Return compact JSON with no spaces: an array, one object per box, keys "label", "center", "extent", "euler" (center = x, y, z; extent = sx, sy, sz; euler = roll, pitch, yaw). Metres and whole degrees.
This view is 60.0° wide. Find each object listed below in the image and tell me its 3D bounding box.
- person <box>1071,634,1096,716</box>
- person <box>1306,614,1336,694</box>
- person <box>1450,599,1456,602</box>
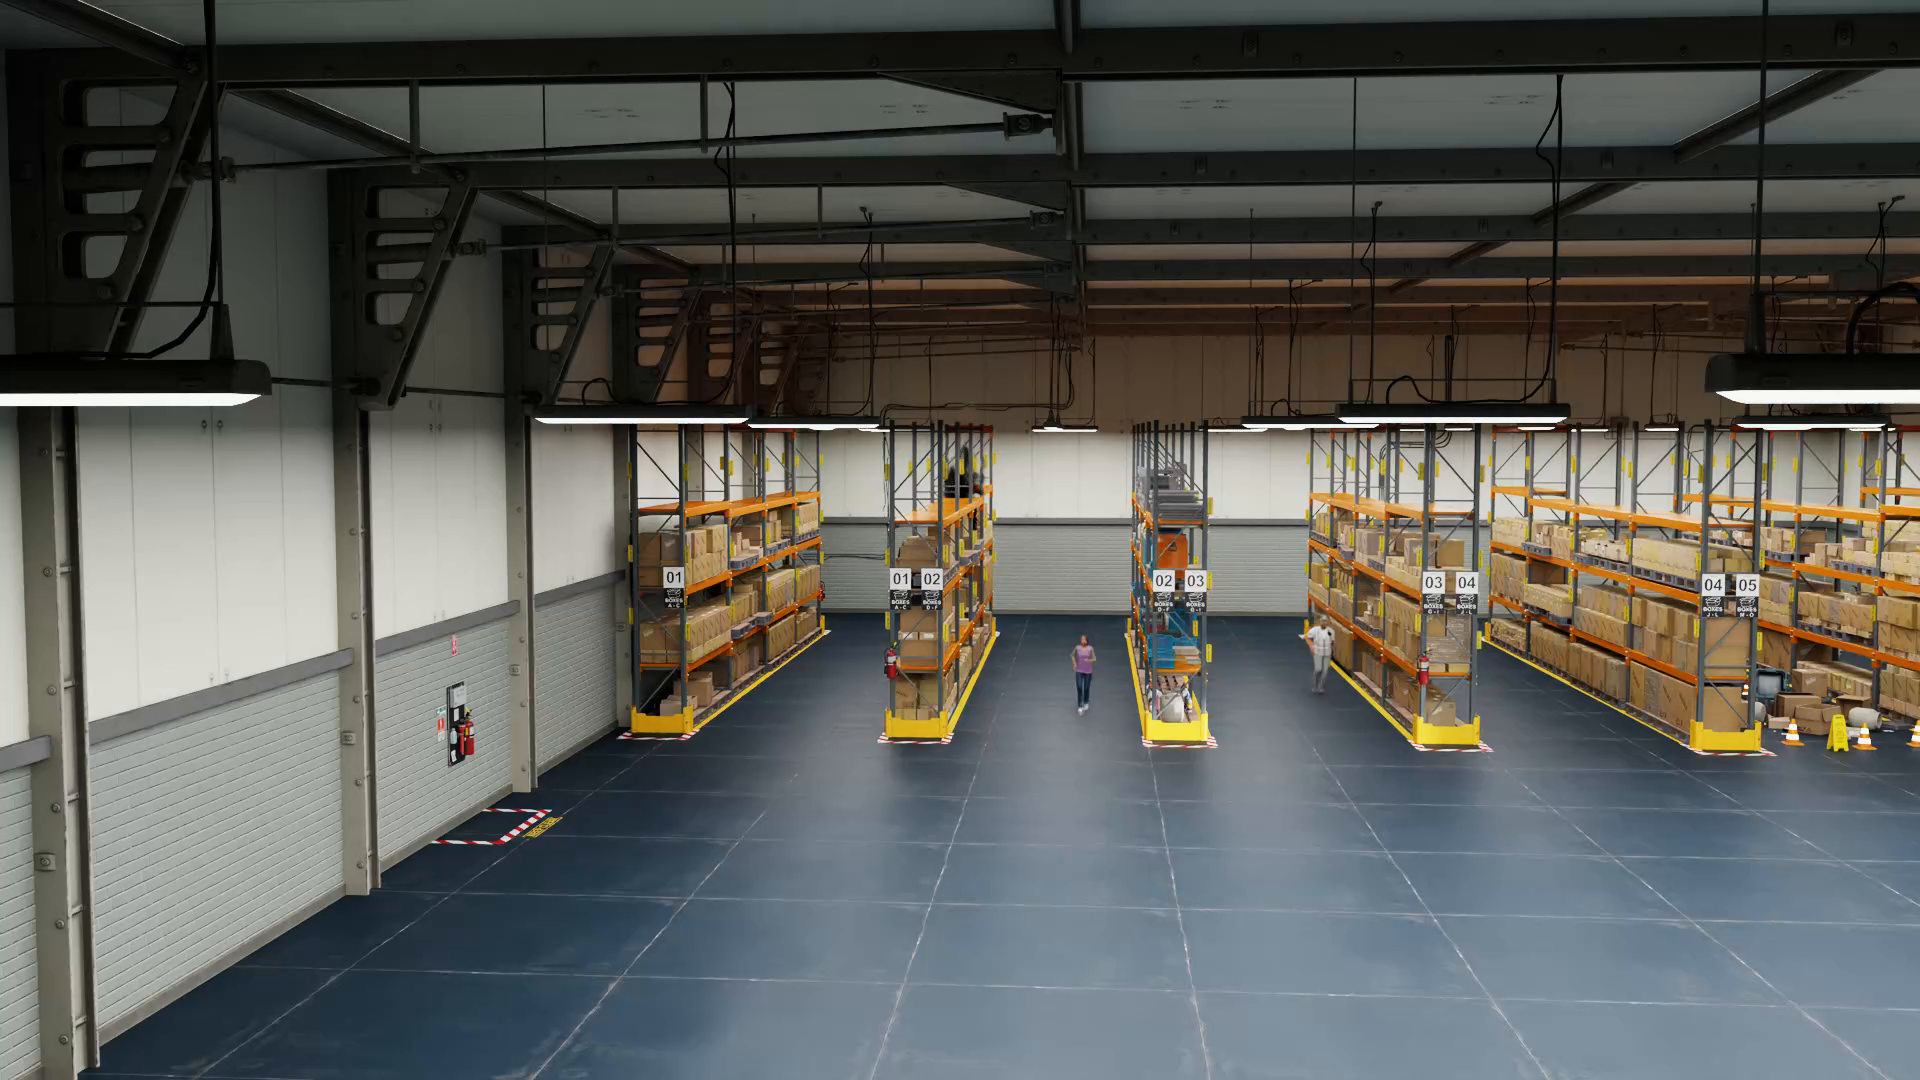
[{"label":"person","center":[2.546,2.754,34.210],"extent":[0.522,1.640,0.690],"euler":[0,4,5]},{"label":"person","center":[7.998,2.529,36.700],"extent":[0.634,1.783,0.690],"euler":[0,4,-3]},{"label":"person","center":[13.372,2.065,45.012],"extent":[0.542,1.614,0.834],"euler":[0,4,0]}]
